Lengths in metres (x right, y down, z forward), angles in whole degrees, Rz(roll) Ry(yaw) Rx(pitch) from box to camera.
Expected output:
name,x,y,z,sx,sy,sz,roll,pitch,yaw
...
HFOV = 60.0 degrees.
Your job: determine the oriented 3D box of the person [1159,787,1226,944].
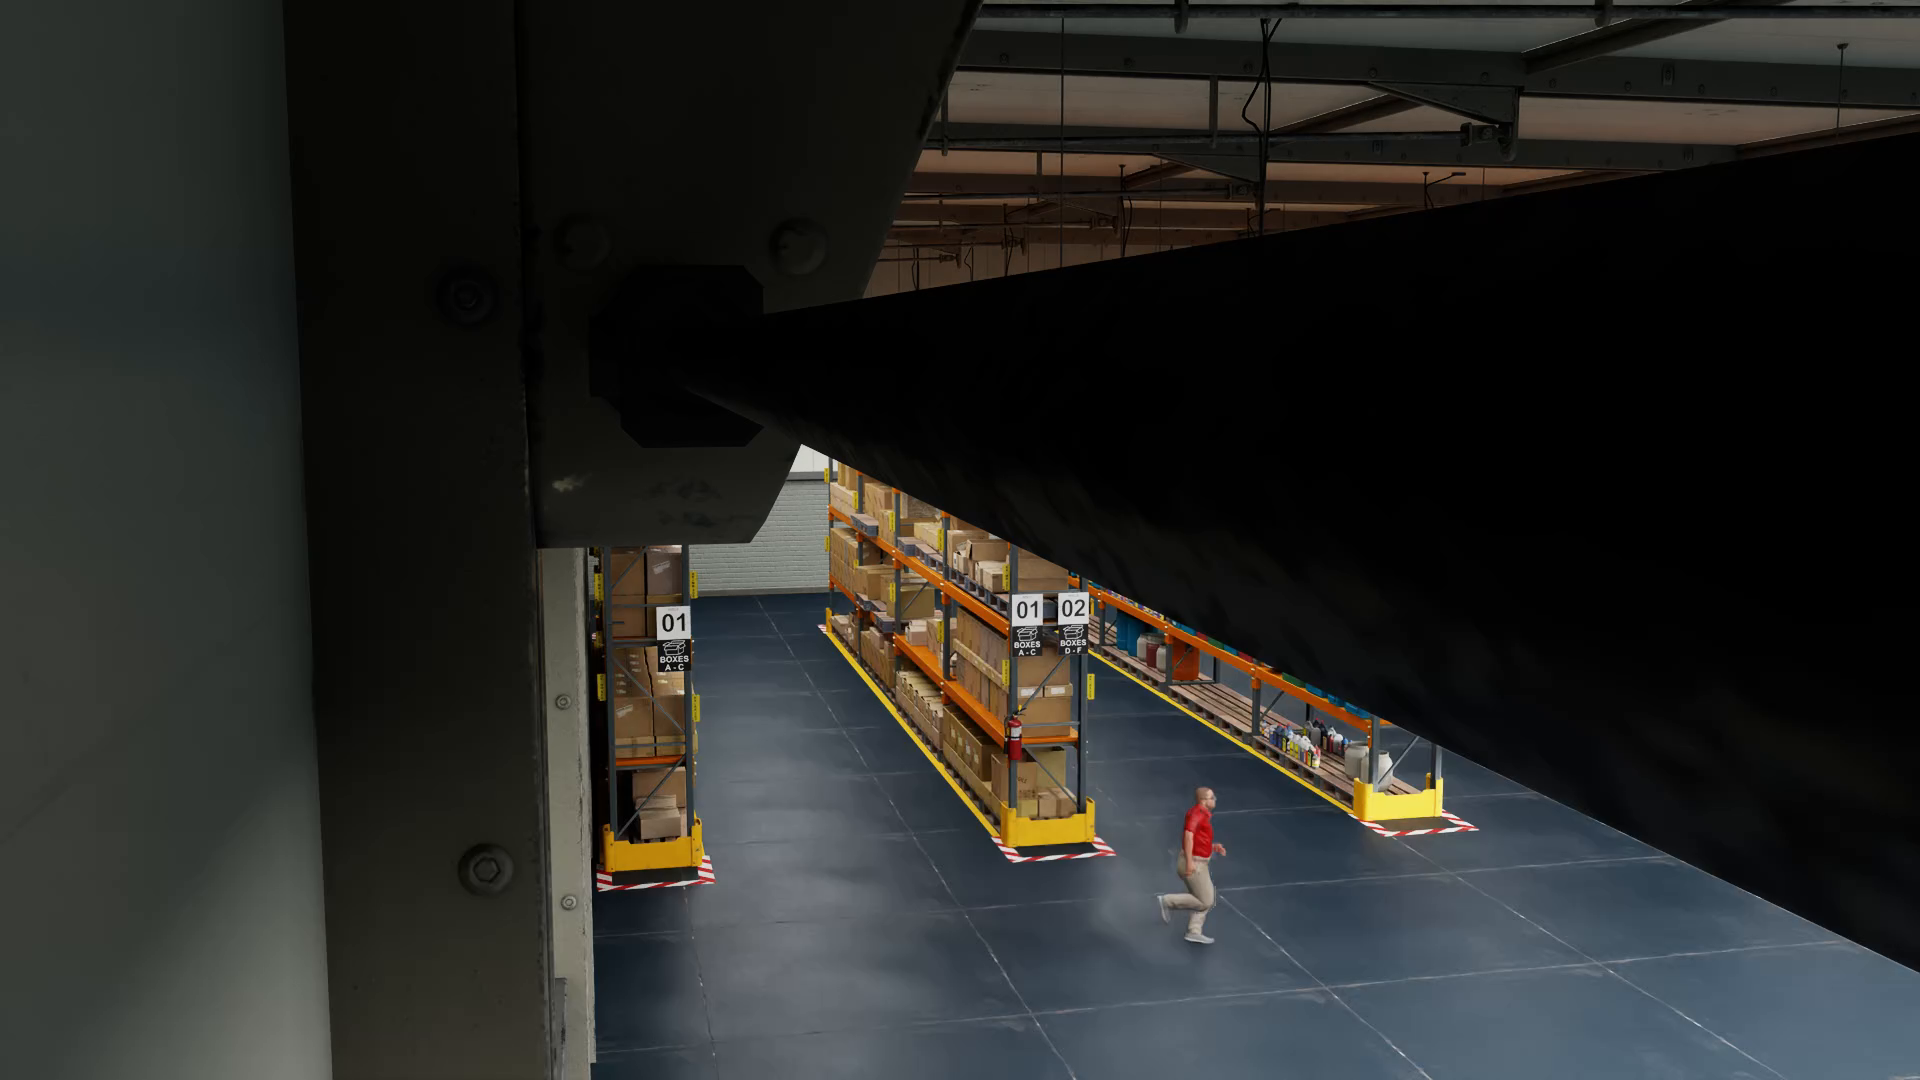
name,x,y,z,sx,sy,sz,roll,pitch,yaw
person,2.459,3.443,17.570,0.712,1.689,0.700,1,7,5
